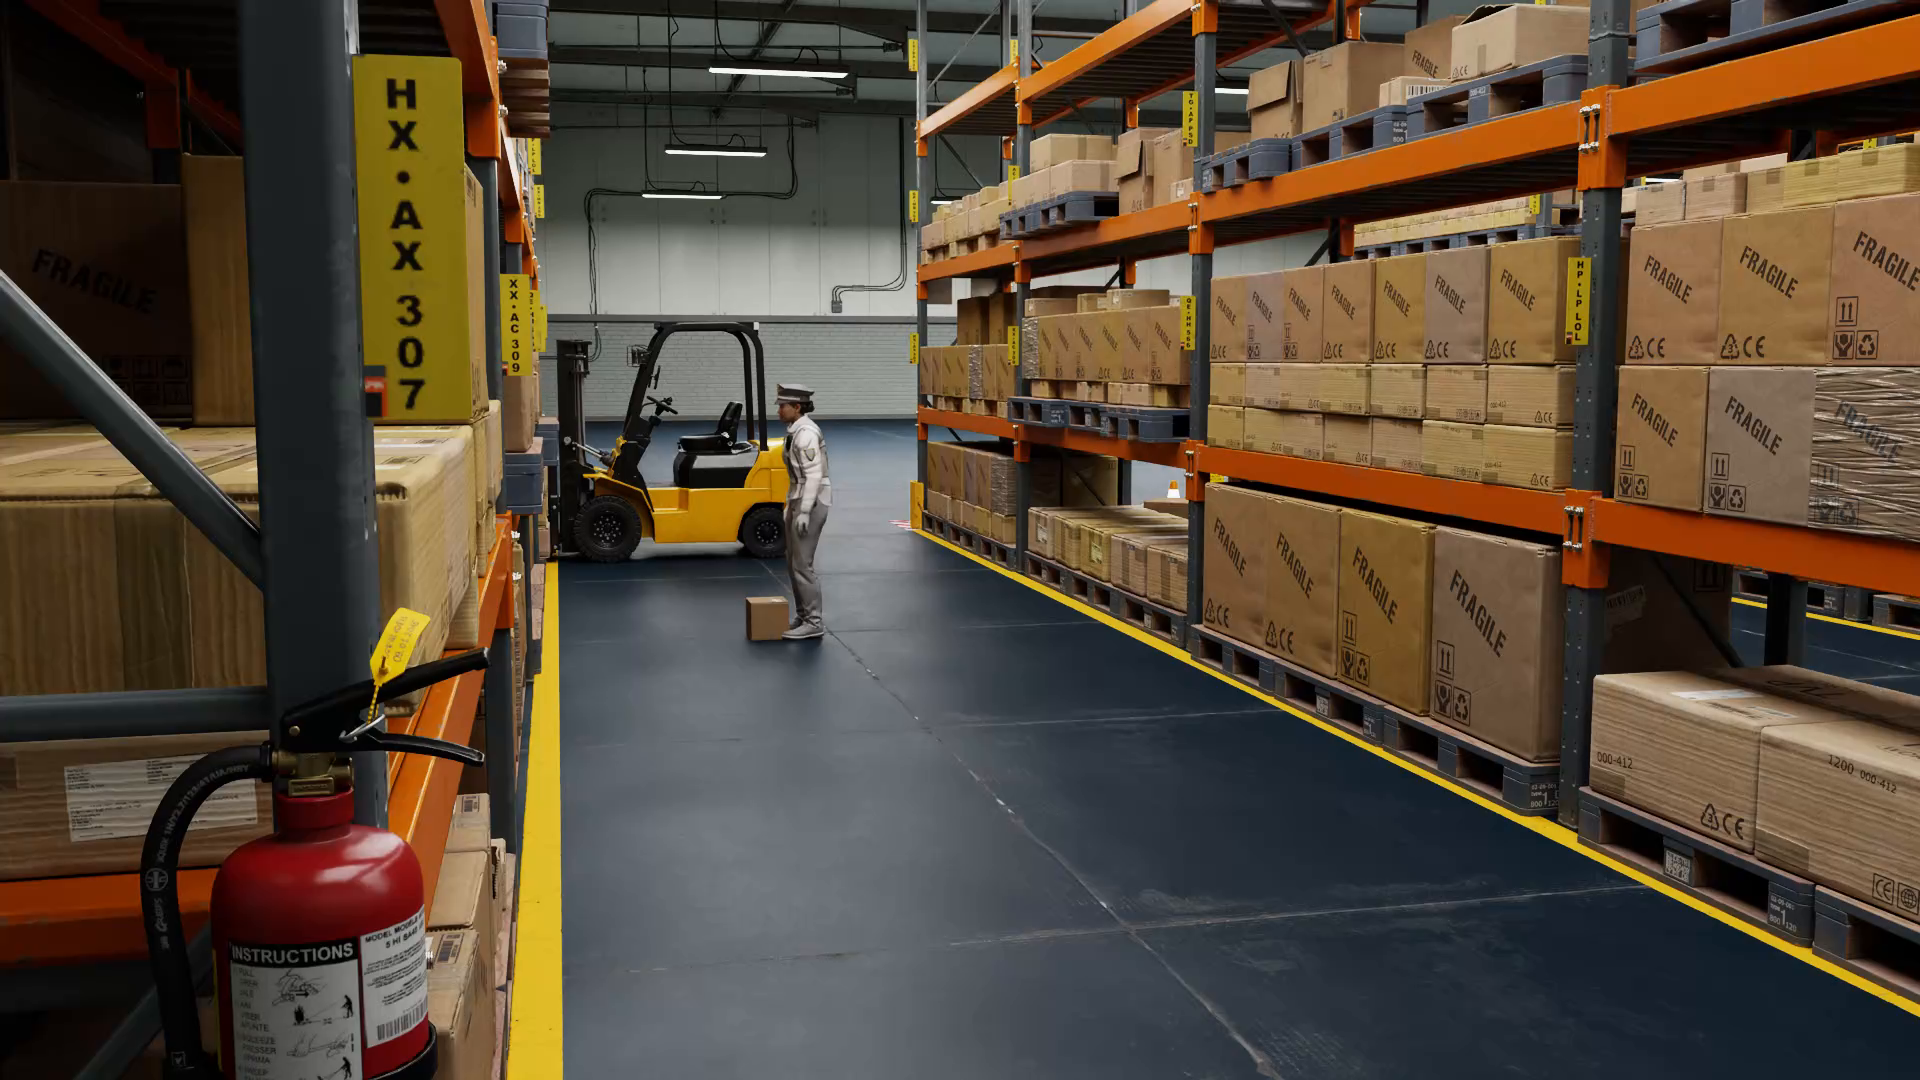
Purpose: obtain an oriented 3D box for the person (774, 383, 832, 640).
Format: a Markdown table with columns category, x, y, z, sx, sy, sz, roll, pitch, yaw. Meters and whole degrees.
| category | x | y | z | sx | sy | sz | roll | pitch | yaw |
| --- | --- | --- | --- | --- | --- | --- | --- | --- | --- |
| person | -1.035 | -0.193 | 10.922 | 0.369 | 1.667 | 0.546 | -2 | 6 | -16 |
